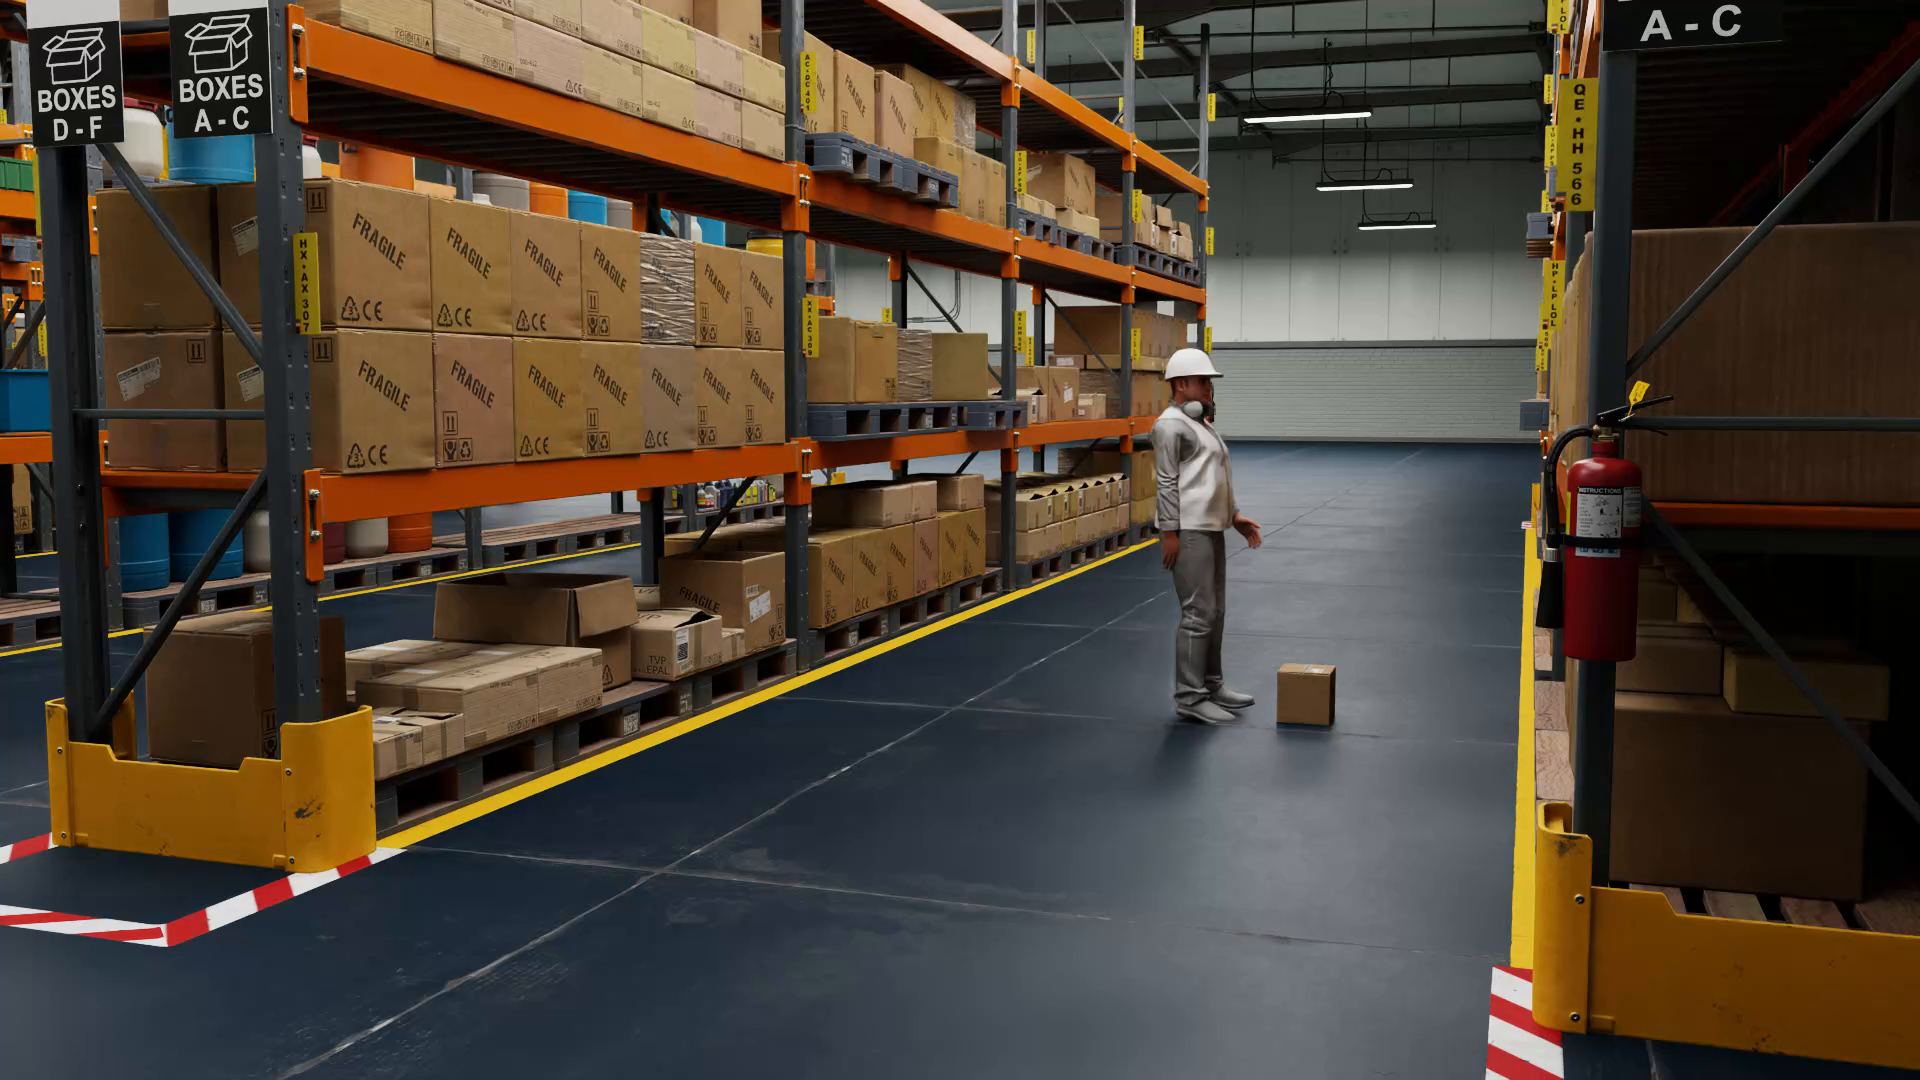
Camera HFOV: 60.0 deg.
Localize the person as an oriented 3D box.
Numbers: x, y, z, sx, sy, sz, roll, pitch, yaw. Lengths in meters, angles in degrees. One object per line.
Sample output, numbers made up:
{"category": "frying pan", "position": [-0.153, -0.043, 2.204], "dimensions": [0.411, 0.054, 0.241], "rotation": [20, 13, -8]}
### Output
{"category": "person", "position": [1.192, -0.031, 8.105], "dimensions": [0.476, 1.799, 0.556], "rotation": [2, 6, 23]}
